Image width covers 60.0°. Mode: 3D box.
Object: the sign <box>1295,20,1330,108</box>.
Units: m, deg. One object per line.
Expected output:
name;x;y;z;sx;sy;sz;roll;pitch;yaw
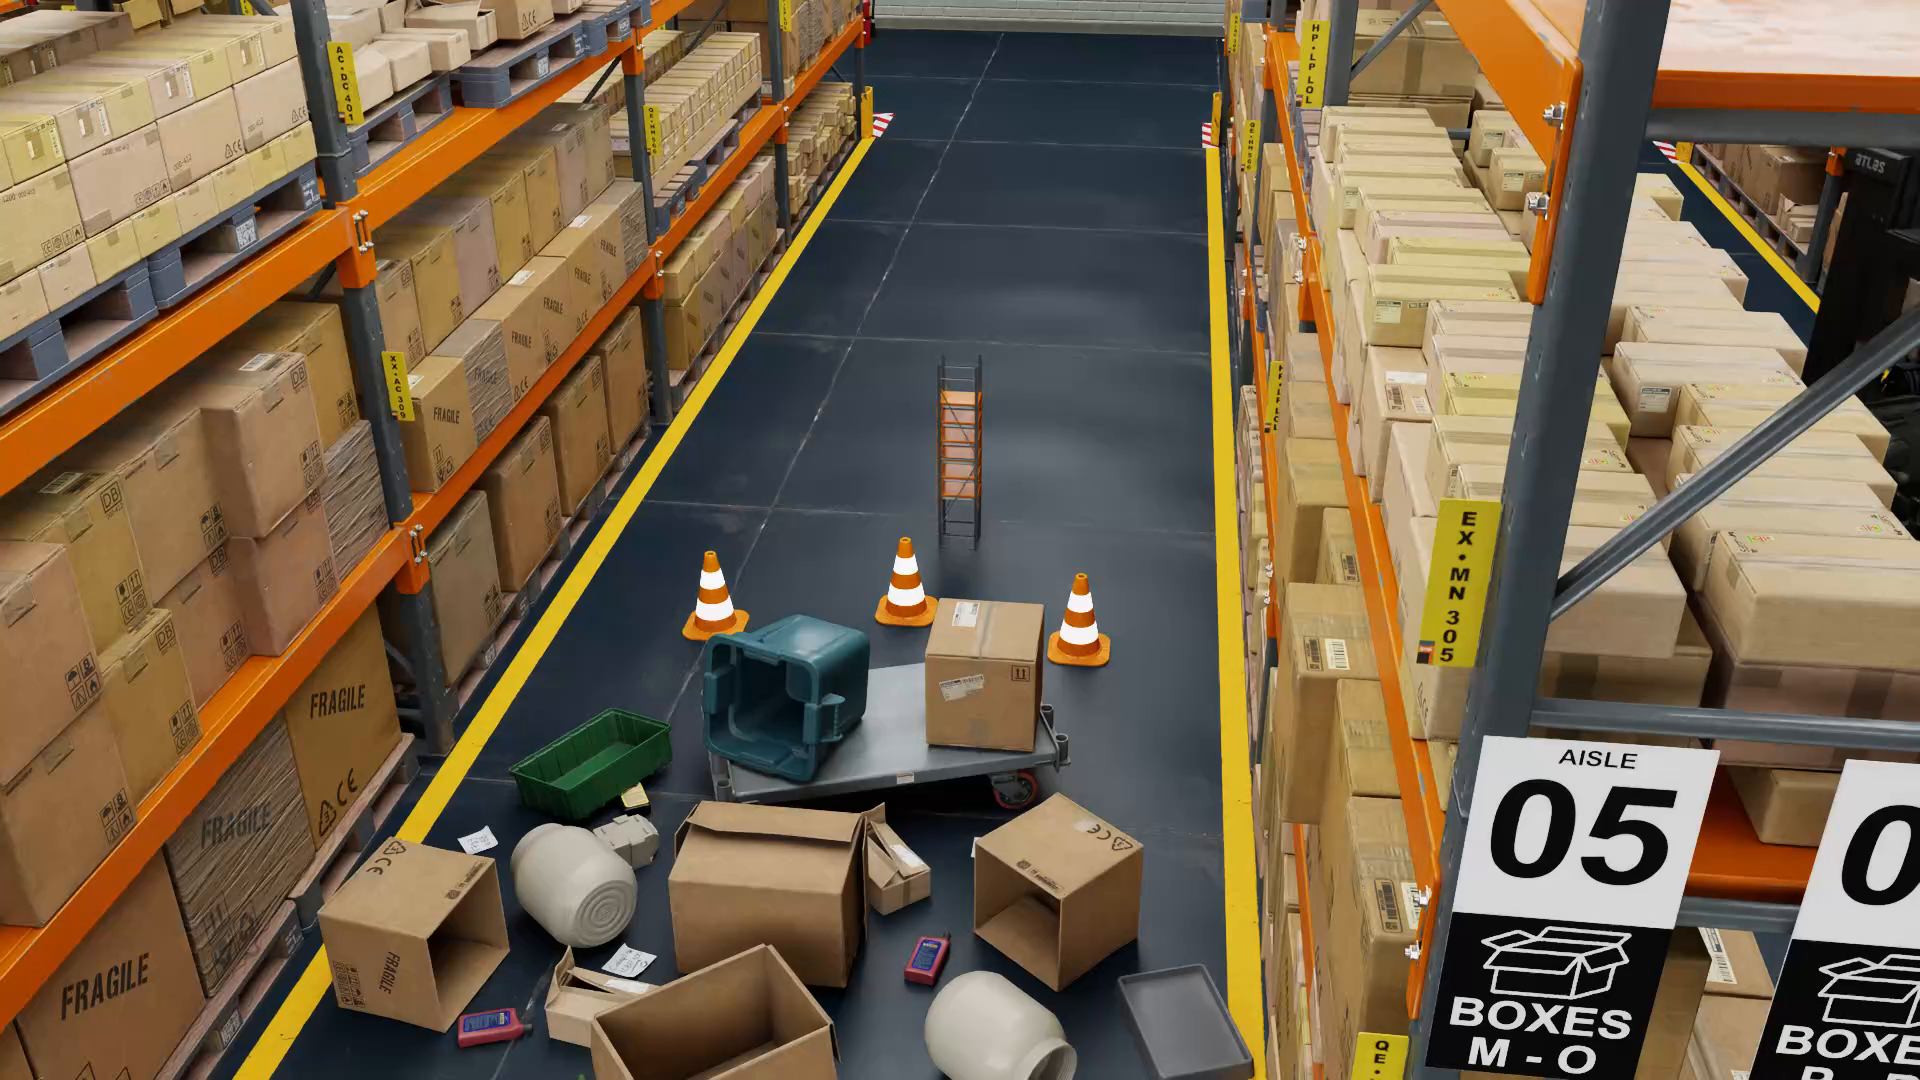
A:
sign;1.340;-1.806;6.317;0.100;0.325;0.005;3;28;6

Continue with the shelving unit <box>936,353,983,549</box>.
shelving unit;-0.002;-0.521;9.953;0.258;1.200;0.189;3;28;6

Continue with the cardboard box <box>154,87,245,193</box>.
cardboard box;-2.902;-1.424;5.864;0.500;0.250;0.500;3;28;6

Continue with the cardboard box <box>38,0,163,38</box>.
cardboard box;-7.130;-4.258;13.827;0.797;0.503;0.637;4;29;7

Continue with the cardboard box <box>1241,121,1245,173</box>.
cardboard box;2.290;-2.817;11.948;0.500;0.250;0.500;3;28;5

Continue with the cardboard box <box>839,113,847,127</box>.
cardboard box;-1.407;-4.494;17.678;0.380;0.149;0.250;2;28;4

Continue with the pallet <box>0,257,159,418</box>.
pallet;-3.297;-0.618;5.166;1.003;0.211;1.213;3;28;6

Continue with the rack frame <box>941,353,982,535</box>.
rack frame;0.009;-0.564;10.033;0.240;1.200;0.006;3;28;6

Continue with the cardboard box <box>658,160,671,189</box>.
cardboard box;-2.256;-2.576;11.692;0.380;0.149;0.250;5;29;9

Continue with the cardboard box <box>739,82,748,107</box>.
cardboard box;-1.970;-3.696;13.770;0.380;0.149;0.250;3;28;6

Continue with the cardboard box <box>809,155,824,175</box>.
cardboard box;-1.572;-3.755;16.621;0.380;0.149;0.250;3;28;5

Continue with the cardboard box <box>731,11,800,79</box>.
cardboard box;-1.743;-4.453;14.934;0.500;0.500;0.500;3;28;5

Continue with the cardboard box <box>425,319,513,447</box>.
cardboard box;-2.642;-0.808;8.481;0.500;0.500;0.500;4;29;7

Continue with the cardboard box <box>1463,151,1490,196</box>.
cardboard box;2.104;-1.215;6.025;0.500;0.250;0.500;3;28;6

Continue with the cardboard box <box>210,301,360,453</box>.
cardboard box;-3.114;-0.664;7.023;0.875;0.550;0.550;3;28;6

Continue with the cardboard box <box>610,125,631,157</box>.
cardboard box;-2.295;-2.721;11.334;0.380;0.149;0.250;3;28;6

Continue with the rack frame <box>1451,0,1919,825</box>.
rack frame;1.401;-0.812;2.270;1.000;3.000;0.127;3;28;6

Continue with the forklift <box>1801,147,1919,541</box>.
forklift;4.858;-0.454;8.002;1.130;2.935;3.031;-8;29;-15

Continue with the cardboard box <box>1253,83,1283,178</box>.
cardboard box;2.185;-2.680;10.902;0.500;0.500;0.500;3;28;5

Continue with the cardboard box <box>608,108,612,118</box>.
cardboard box;-2.811;-3.126;12.398;0.380;0.149;0.250;3;28;6

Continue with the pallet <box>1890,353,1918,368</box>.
pallet;7.589;-1.344;12.523;1.003;0.211;1.213;3;28;6

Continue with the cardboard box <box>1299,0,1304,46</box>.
cardboard box;2.142;-2.940;9.523;0.396;0.266;0.258;3;28;6

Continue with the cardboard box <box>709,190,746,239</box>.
cardboard box;-2.021;-2.618;13.350;0.500;0.250;0.500;2;28;4

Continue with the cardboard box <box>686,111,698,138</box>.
cardboard box;-2.163;-3.088;12.327;0.380;0.149;0.250;3;28;6

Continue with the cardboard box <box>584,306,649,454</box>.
cardboard box;-2.708;-1.090;11.040;1.050;0.750;0.750;3;28;6

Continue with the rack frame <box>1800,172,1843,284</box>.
rack frame;7.798;-3.533;13.645;1.000;3.000;0.127;3;28;6

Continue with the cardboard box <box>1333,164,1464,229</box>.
cardboard box;1.425;-1.116;5.420;0.380;0.149;0.250;3;28;6

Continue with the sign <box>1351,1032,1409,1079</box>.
sign;0.852;1.138;3.420;0.100;0.325;0.005;3;28;6

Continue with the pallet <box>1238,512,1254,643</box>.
pallet;2.132;0.231;9.598;1.003;0.211;1.213;3;28;6

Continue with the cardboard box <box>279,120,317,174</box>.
cardboard box;-2.762;-1.543;6.505;0.380;0.149;0.250;3;28;6

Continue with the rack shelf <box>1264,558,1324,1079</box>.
rack shelf;1.646;1.204;5.611;1.077;0.370;4.000;3;28;6

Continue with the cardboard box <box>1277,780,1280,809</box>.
cardboard box;1.415;0.915;6.370;0.380;0.149;0.250;4;29;8

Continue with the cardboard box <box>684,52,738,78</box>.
cardboard box;-2.007;-3.824;13.380;0.380;0.149;0.250;3;28;6

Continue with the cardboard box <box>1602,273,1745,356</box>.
cardboard box;1.864;-0.602;4.466;0.380;0.149;0.250;4;29;7

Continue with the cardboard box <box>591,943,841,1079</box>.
cardboard box;-0.897;1.954;6.093;0.797;0.503;0.637;-17;33;-29

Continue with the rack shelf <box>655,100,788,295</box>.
rack shelf;-2.299;-2.802;13.046;1.077;0.370;4.000;3;28;6

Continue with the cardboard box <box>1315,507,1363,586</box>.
cardboard box;1.475;0.250;5.150;0.700;0.500;0.500;3;28;6

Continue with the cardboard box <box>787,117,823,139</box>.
cardboard box;-1.589;-4.136;16.700;0.380;0.149;0.250;3;29;6

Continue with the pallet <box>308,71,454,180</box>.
pallet;-2.971;-1.965;7.774;0.805;0.209;1.217;2;28;4

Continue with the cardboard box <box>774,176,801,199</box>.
cardboard box;-1.692;-3.273;15.411;0.380;0.149;0.250;5;29;9

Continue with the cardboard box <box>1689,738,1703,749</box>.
cardboard box;1.707;0.353;3.535;0.380;0.149;0.250;2;28;5

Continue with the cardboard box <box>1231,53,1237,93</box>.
cardboard box;2.732;-4.339;15.037;0.500;0.500;0.500;3;28;5

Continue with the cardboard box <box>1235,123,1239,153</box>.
cardboard box;2.415;-3.078;12.959;0.500;0.250;0.500;3;28;6

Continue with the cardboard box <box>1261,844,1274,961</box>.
cardboard box;1.496;1.486;6.786;0.500;0.250;0.500;5;29;9

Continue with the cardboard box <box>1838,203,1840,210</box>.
cardboard box;8.113;-2.831;14.735;0.500;0.311;0.500;4;29;8

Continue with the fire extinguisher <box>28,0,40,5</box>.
fire extinguisher;-10.920;-6.413;19.465;0.296;0.674;0.183;3;28;6

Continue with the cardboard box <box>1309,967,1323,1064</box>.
cardboard box;1.209;1.383;4.785;0.380;0.149;0.250;4;29;7

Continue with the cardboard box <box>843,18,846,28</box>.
cardboard box;-1.407;-5.428;17.428;0.380;0.149;0.250;3;28;6

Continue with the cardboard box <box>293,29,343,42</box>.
cardboard box;-3.107;-2.119;7.469;0.500;0.250;0.500;4;29;7

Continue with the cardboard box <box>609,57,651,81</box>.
cardboard box;-2.685;-3.747;13.238;0.380;0.149;0.250;3;28;6

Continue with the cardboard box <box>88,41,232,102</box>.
cardboard box;-2.825;-1.656;5.875;0.380;0.149;0.250;3;28;6

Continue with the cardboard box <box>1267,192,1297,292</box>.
cardboard box;1.981;-1.602;9.200;0.500;0.500;0.500;4;29;7

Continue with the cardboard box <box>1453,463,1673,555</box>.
cardboard box;1.219;-0.028;3.400;0.380;0.149;0.250;4;29;7
